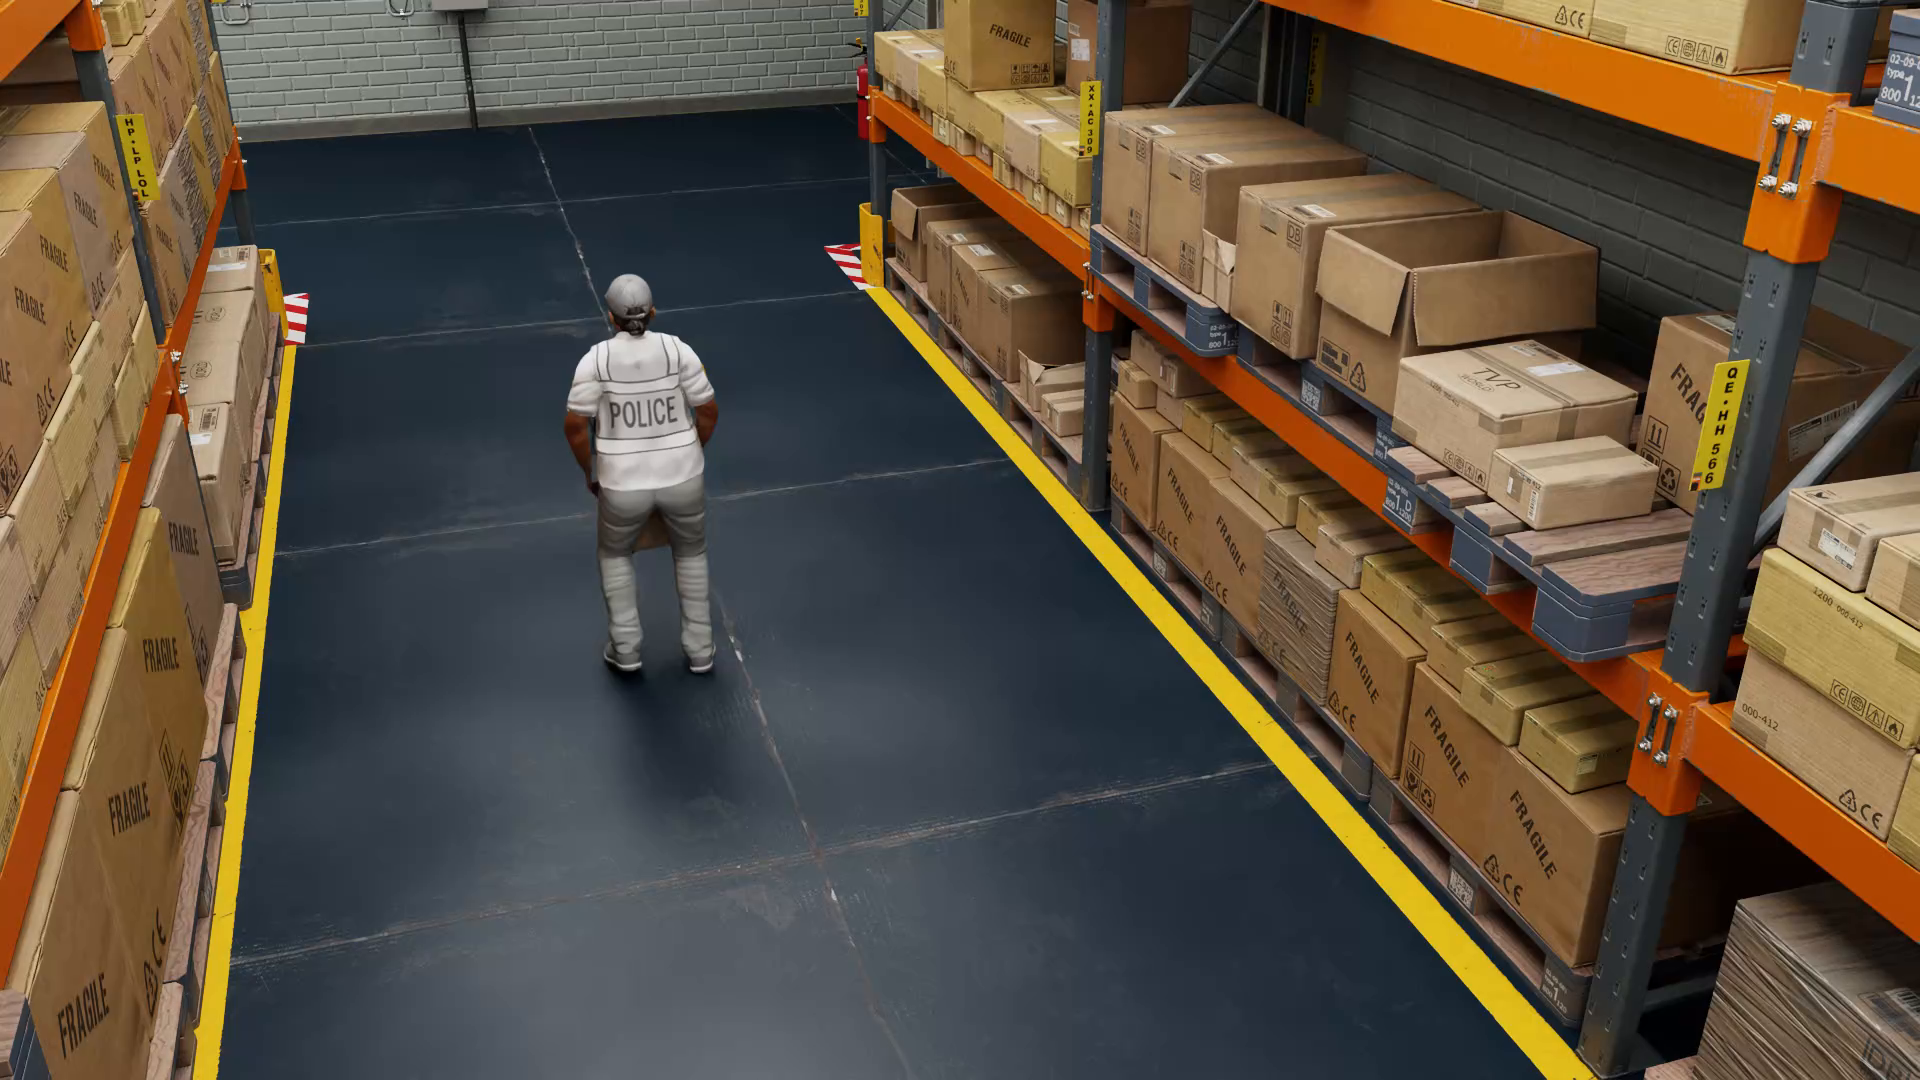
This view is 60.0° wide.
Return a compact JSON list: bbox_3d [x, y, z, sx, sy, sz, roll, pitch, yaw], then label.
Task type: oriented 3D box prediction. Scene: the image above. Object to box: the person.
[{"bbox_3d":[-1.256,-0.254,6.669,0.602,1.625,0.492,-7,27,-13],"label":"person"}]
